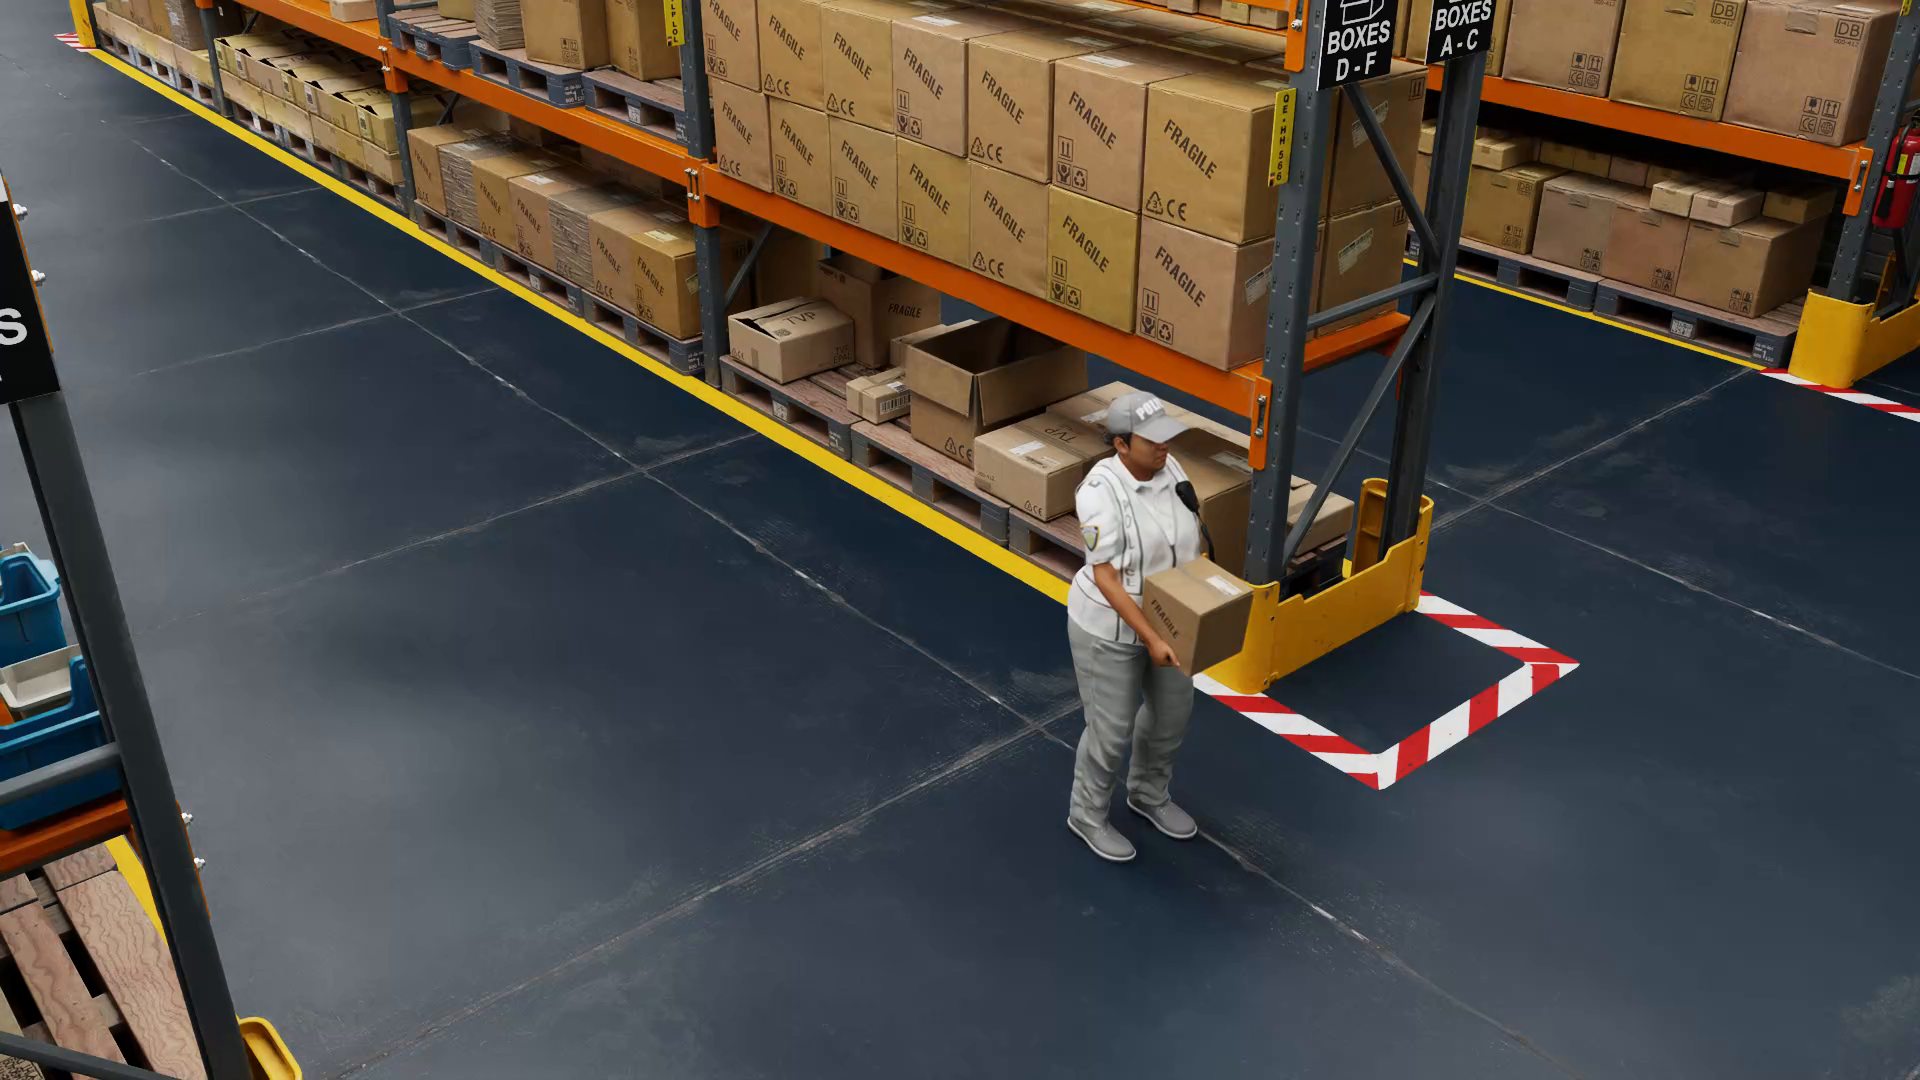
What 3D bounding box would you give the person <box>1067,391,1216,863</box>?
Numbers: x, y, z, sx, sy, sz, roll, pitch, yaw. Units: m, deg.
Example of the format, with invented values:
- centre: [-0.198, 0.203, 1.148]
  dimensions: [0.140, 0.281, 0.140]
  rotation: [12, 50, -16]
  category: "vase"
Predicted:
- centre: [0.634, 0.312, 5.553]
  dimensions: [0.454, 1.655, 0.535]
  rotation: [-21, 35, -34]
  category: "person"
